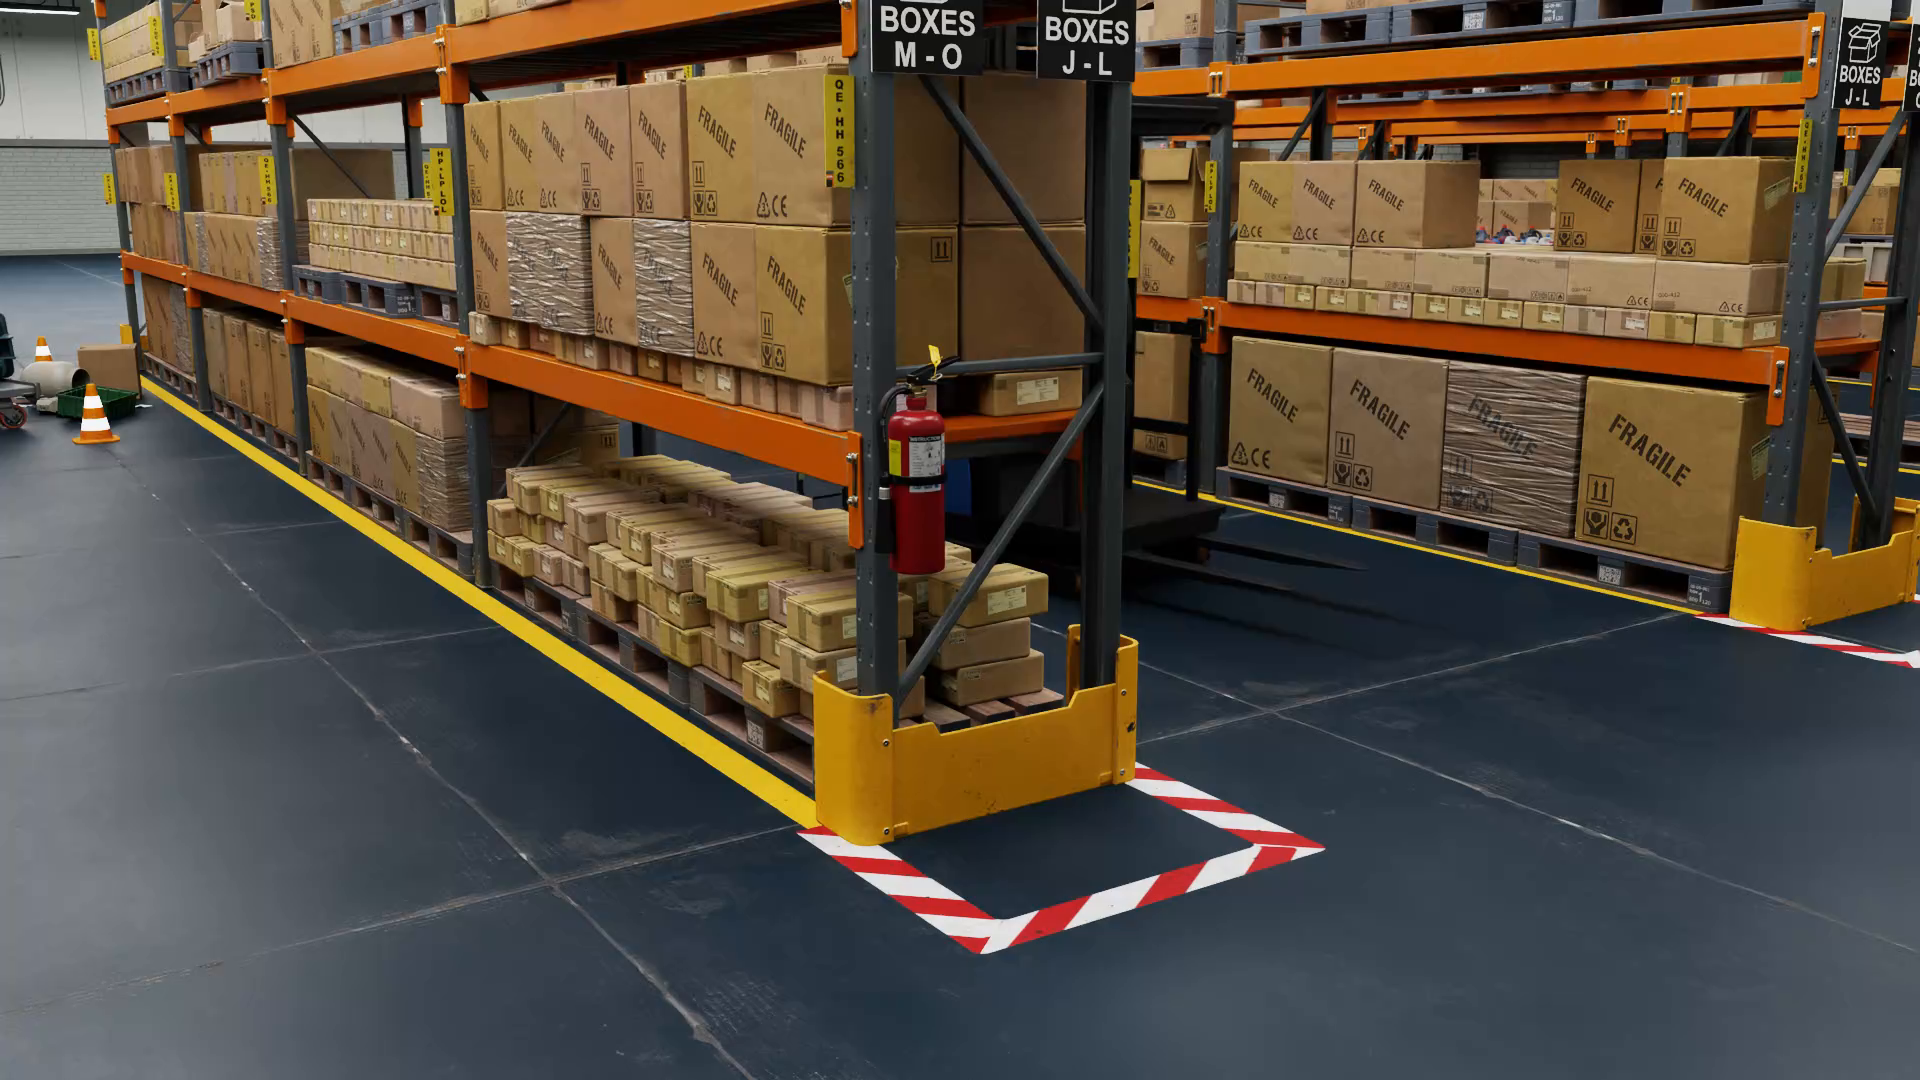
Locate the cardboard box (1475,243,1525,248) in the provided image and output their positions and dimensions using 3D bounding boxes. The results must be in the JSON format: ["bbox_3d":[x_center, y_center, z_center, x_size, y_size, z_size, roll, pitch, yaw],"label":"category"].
[{"bbox_3d":[3.118,-1.683,10.189,0.500,0.250,0.500,-8,15,-32],"label":"cardboard box"}]

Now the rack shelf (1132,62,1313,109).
[{"bbox_3d":[0.975,-3.310,12.639,1.077,0.370,4.000,-8,15,-33],"label":"rack shelf"}]

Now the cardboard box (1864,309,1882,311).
[{"bbox_3d":[9.962,-2.215,17.788,0.500,0.500,0.500,-8,15,-32],"label":"cardboard box"}]

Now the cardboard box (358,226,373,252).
[{"bbox_3d":[-3.503,-1.872,10.309,0.380,0.149,0.250,-8,15,-33],"label":"cardboard box"}]

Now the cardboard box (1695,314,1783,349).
[{"bbox_3d":[3.828,-1.031,8.142,0.380,0.149,0.250,-8,15,-32],"label":"cardboard box"}]

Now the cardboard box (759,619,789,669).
[{"bbox_3d":[-0.516,0.369,6.145,0.380,0.149,0.250,-9,15,-34],"label":"cardboard box"}]

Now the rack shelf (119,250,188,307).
[{"bbox_3d":[-7.642,-2.698,16.864,1.077,0.370,4.000,-8,15,-33],"label":"rack shelf"}]

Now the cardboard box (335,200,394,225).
[{"bbox_3d":[-3.794,-2.112,10.710,0.380,0.149,0.250,-9,15,-35],"label":"cardboard box"}]

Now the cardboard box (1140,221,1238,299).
[{"bbox_3d":[1.597,-1.940,11.478,0.500,0.500,0.500,-8,15,-33],"label":"cardboard box"}]

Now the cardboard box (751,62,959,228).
[{"bbox_3d":[-0.346,-1.295,5.489,0.500,0.500,0.500,-8,15,-34],"label":"cardboard box"}]

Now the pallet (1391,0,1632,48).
[{"bbox_3d":[3.200,-2.899,9.283,1.003,0.211,1.213,-8,15,-33],"label":"pallet"}]

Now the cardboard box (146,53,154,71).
[{"bbox_3d":[-7.287,-4.408,15.348,0.380,0.149,0.250,-8,15,-32],"label":"cardboard box"}]

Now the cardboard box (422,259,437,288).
[{"bbox_3d":[-2.768,-1.492,9.267,0.380,0.149,0.250,-8,15,-33],"label":"cardboard box"}]

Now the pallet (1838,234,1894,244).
[{"bbox_3d":[9.980,-3.074,17.345,1.003,0.211,1.213,-8,15,-33],"label":"pallet"}]

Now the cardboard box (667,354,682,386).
[{"bbox_3d":[-0.942,-0.701,6.635,0.380,0.149,0.250,-9,15,-35],"label":"cardboard box"}]

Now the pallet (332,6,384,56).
[{"bbox_3d":[-2.932,-2.951,9.755,1.213,0.211,1.003,-8,15,-33],"label":"pallet"}]

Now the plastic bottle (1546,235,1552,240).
[{"bbox_3d":[5.530,-2.738,15.664,0.097,0.271,0.097,0,12,0],"label":"plastic bottle"}]

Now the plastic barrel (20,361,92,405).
[{"bbox_3d":[-8.440,-1.456,15.528,0.512,0.421,0.421,1,12,6],"label":"plastic barrel"}]

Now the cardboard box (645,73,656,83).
[{"bbox_3d":[-3.227,-5.012,18.158,0.380,0.149,0.250,-9,15,-34],"label":"cardboard box"}]

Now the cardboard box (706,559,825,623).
[{"bbox_3d":[-0.731,0.190,6.268,0.380,0.149,0.250,-8,15,-34],"label":"cardboard box"}]

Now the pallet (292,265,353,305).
[{"bbox_3d":[-3.835,-1.775,11.406,1.213,0.211,1.003,-8,15,-33],"label":"pallet"}]

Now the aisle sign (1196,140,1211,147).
[{"bbox_3d":[3.892,-6.463,26.309,0.394,0.787,0.004,-8,15,-33],"label":"aisle sign"}]

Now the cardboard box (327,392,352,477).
[{"bbox_3d":[-3.857,-0.722,11.009,0.500,0.500,0.500,-8,15,-32],"label":"cardboard box"}]

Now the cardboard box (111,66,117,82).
[{"bbox_3d":[-8.547,-4.813,17.201,0.380,0.149,0.250,-8,15,-33],"label":"cardboard box"}]

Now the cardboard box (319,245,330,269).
[{"bbox_3d":[-4.090,-1.914,11.198,0.380,0.149,0.250,-7,14,-30],"label":"cardboard box"}]

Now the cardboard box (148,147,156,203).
[{"bbox_3d":[-7.597,-3.654,16.672,0.875,0.550,0.500,-8,15,-33],"label":"cardboard box"}]

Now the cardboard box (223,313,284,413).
[{"bbox_3d":[-5.584,-1.528,14.113,1.050,0.750,0.750,-8,15,-33],"label":"cardboard box"}]

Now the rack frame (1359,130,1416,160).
[{"bbox_3d":[5.900,-4.435,23.121,1.000,3.000,0.127,-8,15,-33],"label":"rack frame"}]

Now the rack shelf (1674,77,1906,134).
[{"bbox_3d":[7.315,-3.185,12.067,1.077,0.370,4.000,-8,15,-33],"label":"rack shelf"}]

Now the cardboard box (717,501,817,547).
[{"bbox_3d":[-0.858,-0.062,7.419,0.380,0.149,0.250,-8,15,-33],"label":"cardboard box"}]

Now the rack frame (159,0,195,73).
[{"bbox_3d":[-6.534,-5.625,14.519,1.000,3.000,0.127,-8,15,-33],"label":"rack frame"}]

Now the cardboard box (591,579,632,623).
[{"bbox_3d":[-1.415,0.245,7.410,0.380,0.149,0.250,-9,15,-34],"label":"cardboard box"}]

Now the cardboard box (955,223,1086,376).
[{"bbox_3d":[0.096,-0.867,5.873,0.500,0.500,0.500,-7,14,-30],"label":"cardboard box"}]

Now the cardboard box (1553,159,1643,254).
[{"bbox_3d":[3.689,-1.865,9.269,0.500,0.500,0.500,-9,15,-34],"label":"cardboard box"}]

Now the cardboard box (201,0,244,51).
[{"bbox_3d":[-5.514,-4.027,12.783,0.500,0.500,0.500,-8,15,-33],"label":"cardboard box"}]

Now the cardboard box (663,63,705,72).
[{"bbox_3d":[-2.811,-5.217,17.574,0.500,0.500,0.500,-9,15,-34],"label":"cardboard box"}]

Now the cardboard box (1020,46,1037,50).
[{"bbox_3d":[0.816,-4.028,13.022,0.500,0.500,0.500,-7,14,-30],"label":"cardboard box"}]

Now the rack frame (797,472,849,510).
[{"bbox_3d":[-0.876,-0.908,10.505,0.400,1.500,0.023,-11,17,-42],"label":"rack frame"}]

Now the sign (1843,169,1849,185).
[{"bbox_3d":[11.791,-4.772,22.136,0.100,0.325,0.005,-8,15,-33],"label":"sign"}]

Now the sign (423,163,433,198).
[{"bbox_3d":[-3.872,-2.576,12.093,0.100,0.325,0.005,-8,15,-33],"label":"sign"}]

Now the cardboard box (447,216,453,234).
[{"bbox_3d":[-2.487,-1.693,8.793,0.380,0.149,0.250,-7,14,-30],"label":"cardboard box"}]

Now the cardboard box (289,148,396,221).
[{"bbox_3d":[-4.559,-2.601,12.160,0.700,0.500,0.500,-8,15,-33],"label":"cardboard box"}]

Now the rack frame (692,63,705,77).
[{"bbox_3d":[-2.349,-6.194,17.122,1.000,3.000,0.127,-8,15,-33],"label":"rack frame"}]

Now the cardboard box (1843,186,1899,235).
[{"bbox_3d":[9.822,-3.492,17.591,0.700,0.500,0.500,-6,14,-24],"label":"cardboard box"}]

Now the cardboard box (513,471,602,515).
[{"bbox_3d":[-1.980,-0.233,8.202,0.380,0.149,0.250,-7,14,-30],"label":"cardboard box"}]

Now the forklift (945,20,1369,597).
[{"bbox_3d":[0.733,-1.263,8.776,1.130,2.935,3.031,-11,17,-42],"label":"forklift"}]

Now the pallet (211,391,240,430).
[{"bbox_3d":[-6.044,-1.204,14.871,1.003,0.211,1.213,-8,15,-33],"label":"pallet"}]

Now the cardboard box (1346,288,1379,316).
[{"bbox_3d":[2.551,-1.440,10.014,0.380,0.149,0.250,-8,15,-34],"label":"cardboard box"}]

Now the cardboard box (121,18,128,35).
[{"bbox_3d":[-7.985,-5.023,16.293,0.380,0.149,0.250,-8,15,-32],"label":"cardboard box"}]

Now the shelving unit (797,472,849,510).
[{"bbox_3d":[-0.625,-0.852,10.245,0.431,1.500,0.755,-11,17,-42],"label":"shelving unit"}]

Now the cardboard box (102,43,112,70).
[{"bbox_3d":[-8.697,-5.081,17.490,0.500,0.250,0.500,-8,15,-33],"label":"cardboard box"}]

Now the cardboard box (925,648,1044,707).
[{"bbox_3d":[0.091,0.497,6.260,0.380,0.149,0.250,-8,15,-32],"label":"cardboard box"}]

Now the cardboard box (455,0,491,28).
[{"bbox_3d":[-2.065,-2.550,7.830,0.500,0.250,0.500,-7,14,-30],"label":"cardboard box"}]

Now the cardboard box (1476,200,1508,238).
[{"bbox_3d":[6.881,-4.163,21.642,0.500,0.500,0.500,-8,15,-33],"label":"cardboard box"}]

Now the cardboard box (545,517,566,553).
[{"bbox_3d":[-1.788,-0.053,8.078,0.380,0.149,0.250,-8,15,-33],"label":"cardboard box"}]
